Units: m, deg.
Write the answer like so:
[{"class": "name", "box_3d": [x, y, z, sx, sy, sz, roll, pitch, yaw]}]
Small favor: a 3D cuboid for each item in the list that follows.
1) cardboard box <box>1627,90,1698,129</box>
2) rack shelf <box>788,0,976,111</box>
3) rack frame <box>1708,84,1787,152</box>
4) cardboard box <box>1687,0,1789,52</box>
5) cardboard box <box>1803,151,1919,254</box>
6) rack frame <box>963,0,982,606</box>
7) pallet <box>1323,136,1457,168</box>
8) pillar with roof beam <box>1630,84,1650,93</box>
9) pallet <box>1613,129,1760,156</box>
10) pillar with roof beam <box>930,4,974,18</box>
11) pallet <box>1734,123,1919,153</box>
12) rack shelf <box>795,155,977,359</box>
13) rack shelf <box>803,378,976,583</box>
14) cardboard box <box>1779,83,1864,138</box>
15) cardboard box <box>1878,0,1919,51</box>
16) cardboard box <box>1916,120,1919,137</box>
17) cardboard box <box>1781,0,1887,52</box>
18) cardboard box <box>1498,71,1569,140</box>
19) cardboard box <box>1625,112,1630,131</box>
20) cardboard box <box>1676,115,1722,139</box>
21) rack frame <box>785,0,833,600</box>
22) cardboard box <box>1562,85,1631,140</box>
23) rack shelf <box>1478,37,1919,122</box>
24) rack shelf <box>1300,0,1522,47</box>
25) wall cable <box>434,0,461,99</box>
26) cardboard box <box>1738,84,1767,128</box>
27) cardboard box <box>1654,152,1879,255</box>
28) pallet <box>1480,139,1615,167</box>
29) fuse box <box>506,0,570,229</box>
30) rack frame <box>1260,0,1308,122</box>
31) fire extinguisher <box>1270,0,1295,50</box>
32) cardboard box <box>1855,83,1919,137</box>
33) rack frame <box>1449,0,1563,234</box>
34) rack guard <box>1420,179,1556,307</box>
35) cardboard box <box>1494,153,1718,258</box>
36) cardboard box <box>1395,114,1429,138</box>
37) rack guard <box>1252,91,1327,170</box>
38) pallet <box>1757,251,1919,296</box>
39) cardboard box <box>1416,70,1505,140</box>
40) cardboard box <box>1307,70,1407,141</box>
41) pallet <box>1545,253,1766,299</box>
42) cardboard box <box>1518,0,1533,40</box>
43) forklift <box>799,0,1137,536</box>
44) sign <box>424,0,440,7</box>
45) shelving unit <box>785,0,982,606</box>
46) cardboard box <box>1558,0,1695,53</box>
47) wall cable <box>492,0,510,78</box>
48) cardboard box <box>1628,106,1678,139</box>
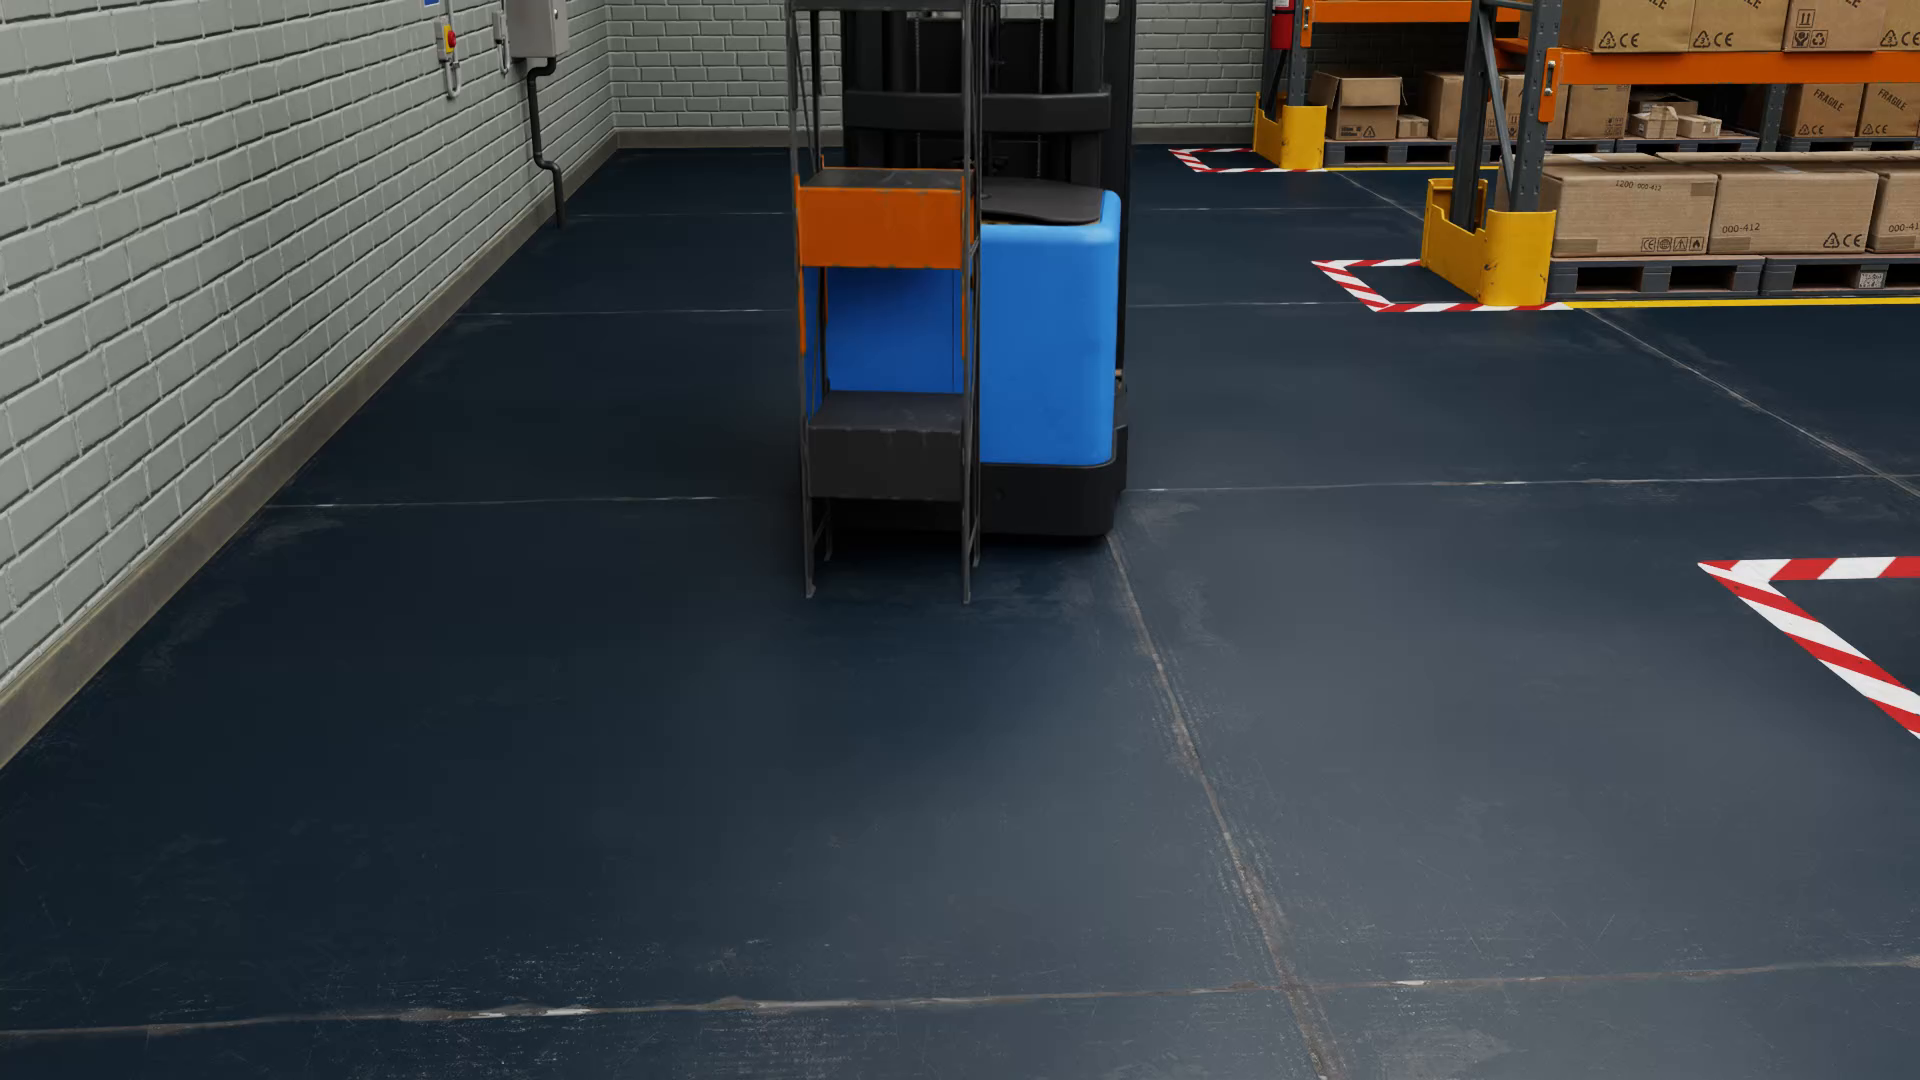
[{"class": "cardboard box", "box_3d": [6.009, -3.717, 14.356, 0.500, 0.311, 0.500, 0, 21, -1]}, {"class": "rack shelf", "box_3d": [-0.206, -1.500, 4.681, 0.480, 0.518, 0.431, 2, 21, 5]}, {"class": "rack frame", "box_3d": [6.682, -4.706, 13.767, 0.127, 3.000, 1.000, -1, 21, -3]}, {"class": "cardboard box", "box_3d": [3.974, -2.837, 8.715, 0.500, 0.500, 0.500, -1, 21, -4]}, {"class": "cardboard box", "box_3d": [5.442, -1.949, 9.535, 0.875, 0.438, 0.875, -2, 21, -5]}, {"class": "rack frame", "box_3d": [0.037, -0.850, 4.902, 0.015, 2.100, 0.400, 2, 21, 5]}, {"class": "pallet", "box_3d": [3.560, -3.340, 14.097, 1.213, 0.211, 1.003, -1, 21, -3]}, {"class": "pillar with roof beam", "box_3d": [6.181, -6.287, 9.487, 0.400, 9.000, 9.100, -1, 21, -3]}, {"class": "pallet", "box_3d": [5.996, -3.390, 14.227, 1.213, 0.211, 1.003, -1, 21, -3]}, {"class": "pillar with roof beam", "box_3d": [0.191, -6.165, 9.167, 0.400, 9.000, 9.100, -1, 21, -3]}, {"class": "pallet", "box_3d": [7.492, -3.433, 14.342, 1.213, 0.211, 1.003, -1, 21, -3]}, {"class": "rack shelf", "box_3d": [-0.206, -0.846, 4.930, 0.480, 0.518, 0.431, 2, 21, 5]}, {"class": "rack shelf", "box_3d": [-0.206, -0.192, 5.179, 0.480, 0.518, 0.431, 2, 21, 5]}, {"class": "cardboard box", "box_3d": [7.177, -3.664, 13.953, 0.500, 0.500, 0.500, 0, 21, -1]}, {"class": "cardboard box", "box_3d": [4.982, -2.857, 8.768, 0.500, 0.500, 0.500, 0, 21, -1]}, {"class": "cardboard box", "box_3d": [8.207, -3.687, 14.013, 0.500, 0.500, 0.500, -2, 21, -5]}, {"class": "cardboard box", "box_3d": [4.483, -2.841, 8.726, 0.500, 0.500, 0.500, -1, 21, -3]}, {"class": "cardboard box", "box_3d": [4.693, -3.611, 13.812, 0.500, 0.500, 0.500, -1, 21, -2]}, {"class": "cardboard box", "box_3d": [5.576, -3.632, 14.362, 0.250, 0.149, 0.380, -1, 21, -4]}, {"class": "cardboard box", "box_3d": [6.142, -3.455, 13.896, 0.250, 0.149, 0.380, -2, 21, -5]}, {"class": "rack frame", "box_3d": [-0.448, -0.867, 4.948, 0.015, 2.100, 0.400, 2, 21, 5]}, {"class": "cardboard box", "box_3d": [5.196, -3.657, 13.933, 0.500, 0.500, 0.700, -2, 21, -5]}, {"class": "rack shelf", "box_3d": [4.972, -2.566, 9.157, 4.000, 0.370, 1.077, -1, 21, -3]}, {"class": "rack shelf", "box_3d": [4.685, -4.330, 13.788, 4.000, 0.370, 1.077, -1, 21, -3]}, {"class": "wall cable", "box_3d": [-2.653, -3.229, 8.414, 0.123, 1.953, 0.585, -1, 21, -3]}, {"class": "cardboard box", "box_3d": [7.155, -3.850, 14.439, 0.500, 0.500, 0.500, -1, 21, -3]}, {"class": "cardboard box", "box_3d": [4.542, -1.931, 9.489, 0.875, 0.438, 0.875, -1, 21, -2]}, {"class": "pallet", "box_3d": [4.775, -3.364, 14.160, 1.213, 0.211, 1.003, -1, 21, -3]}, {"class": "fuse box", "box_3d": [-2.627, -2.886, 10.797, 0.414, 1.711, 0.539, -1, 21, -3]}, {"class": "rack frame", "box_3d": [2.688, -4.625, 13.554, 0.127, 3.000, 1.000, -1, 21, -3]}, {"class": "fire extinguisher", "box_3d": [2.568, -4.248, 13.195, 0.183, 0.674, 0.296, -1, 21, -3]}, {"class": "cardboard box", "box_3d": [7.708, -3.679, 13.991, 0.500, 0.500, 0.500, -1, 21, -4]}, {"class": "rack frame", "box_3d": [2.975, -2.862, 8.923, 0.127, 3.000, 1.000, -1, 21, -3]}, {"class": "rack guard", "box_3d": [2.951, -1.693, 9.366, 0.348, 0.500, 1.175, -1, 21, -3]}, {"class": "cardboard box", "box_3d": [3.628, -1.910, 9.432, 0.875, 0.438, 0.875, -2, 21, -5]}, {"class": "cardboard box", "box_3d": [3.731, -3.463, 13.917, 0.250, 0.149, 0.380, -2, 21, -5]}, {"class": "rack guard", "box_3d": [2.764, -3.459, 14.002, 0.348, 0.500, 1.175, -1, 21, -3]}, {"class": "pallet", "box_3d": [4.984, -1.627, 9.597, 1.213, 0.211, 1.003, -1, 21, -3]}, {"class": "cardboard box", "box_3d": [4.160, -3.636, 13.877, 0.500, 0.500, 0.700, 0, 21, -1]}, {"class": "cardboard box", "box_3d": [3.304, -3.634, 13.867, 0.637, 0.503, 0.797, -2, 21, -5]}, {"class": "pallet", "box_3d": [3.769, -1.603, 9.534, 1.213, 0.211, 1.003, -1, 21, -3]}, {"class": "cardboard box", "box_3d": [3.442, -3.013, 9.177, 0.500, 0.500, 0.500, -1, 21, -3]}, {"class": "forklift", "box_3d": [0.128, -1.865, 6.400, 1.130, 2.935, 3.031, 2, 21, 5]}, {"class": "sign", "box_3d": [-2.711, -2.847, 8.504, 0.001, 0.218, 0.327, -1, 21, -3]}, {"class": "shelving unit", "box_3d": [-0.206, -0.859, 4.925, 0.503, 2.100, 0.431, 2, 21, 5]}, {"class": "cardboard box", "box_3d": [3.471, -2.817, 8.662, 0.500, 0.500, 0.500, -1, 21, -3]}, {"class": "wall cable", "box_3d": [-2.746, -3.718, 9.742, 0.122, 1.984, 0.588, -1, 21, -3]}, {"class": "cardboard box", "box_3d": [5.786, -3.502, 13.856, 0.258, 0.266, 0.396, 0, 21, -1]}]
